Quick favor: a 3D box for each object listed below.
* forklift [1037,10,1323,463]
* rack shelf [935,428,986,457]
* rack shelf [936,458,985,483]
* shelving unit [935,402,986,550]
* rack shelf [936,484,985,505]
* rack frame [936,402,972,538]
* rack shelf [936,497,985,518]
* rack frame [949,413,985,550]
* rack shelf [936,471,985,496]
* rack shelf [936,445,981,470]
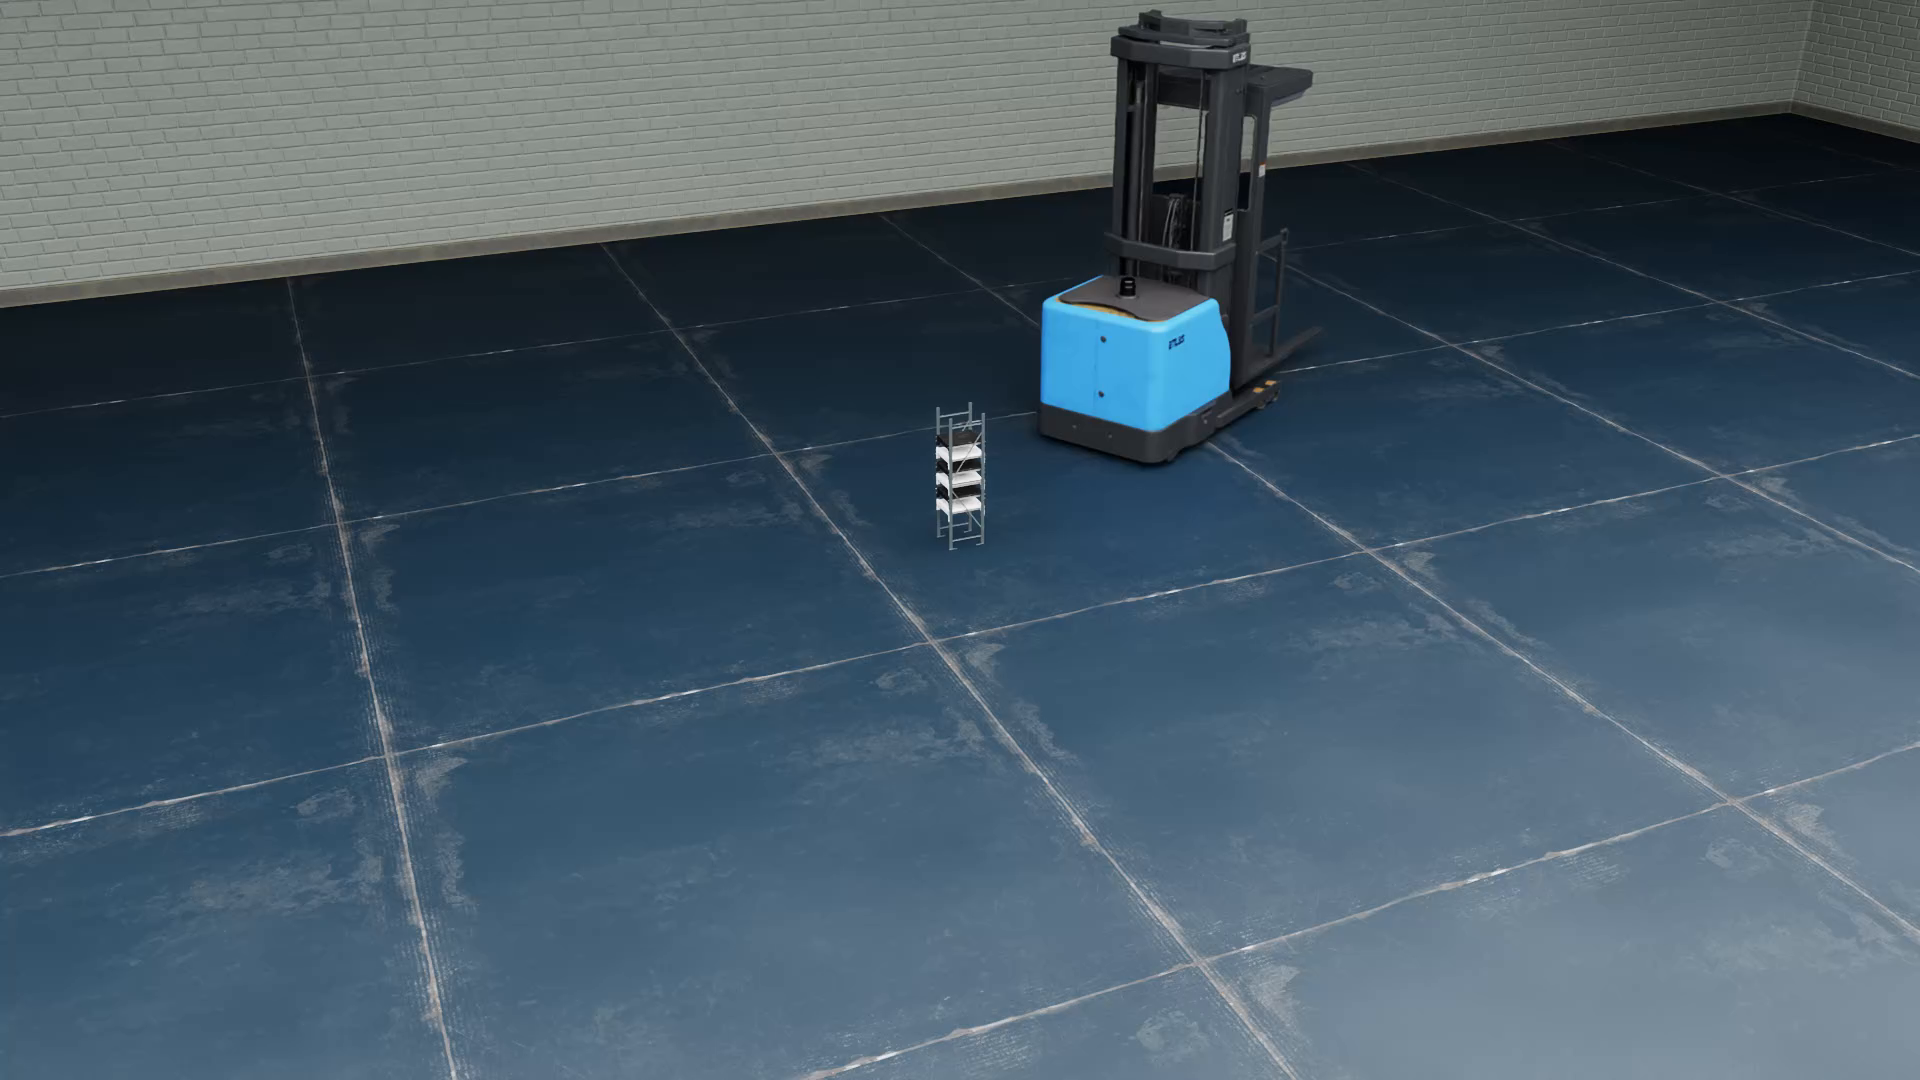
[{"bbox_3d":[1.855,-2.442,12.410,1.130,2.935,3.031,18,31,33],"label":"forklift"},{"bbox_3d":[0.003,-0.614,10.442,0.258,0.077,0.200,-11,28,-21],"label":"rack shelf"},{"bbox_3d":[0.003,-0.452,10.521,0.258,0.077,0.200,-11,28,-21],"label":"rack shelf"},{"bbox_3d":[0.003,-0.401,10.546,0.258,0.900,0.210,-11,28,-21],"label":"shelving unit"},{"bbox_3d":[0.003,-0.290,10.600,0.258,0.077,0.200,-11,28,-21],"label":"rack shelf"},{"bbox_3d":[-0.037,-0.442,10.630,0.240,0.900,0.006,-11,28,-21],"label":"rack frame"},{"bbox_3d":[0.003,-0.209,10.639,0.258,0.077,0.200,-11,28,-21],"label":"rack shelf"},{"bbox_3d":[0.043,-0.360,10.462,0.240,0.900,0.006,-11,28,-21],"label":"rack frame"},{"bbox_3d":[0.003,-0.371,10.560,0.258,0.077,0.200,-11,28,-21],"label":"rack shelf"},{"bbox_3d":[0.003,-0.533,10.481,0.258,0.077,0.200,-11,28,-21],"label":"rack shelf"}]
